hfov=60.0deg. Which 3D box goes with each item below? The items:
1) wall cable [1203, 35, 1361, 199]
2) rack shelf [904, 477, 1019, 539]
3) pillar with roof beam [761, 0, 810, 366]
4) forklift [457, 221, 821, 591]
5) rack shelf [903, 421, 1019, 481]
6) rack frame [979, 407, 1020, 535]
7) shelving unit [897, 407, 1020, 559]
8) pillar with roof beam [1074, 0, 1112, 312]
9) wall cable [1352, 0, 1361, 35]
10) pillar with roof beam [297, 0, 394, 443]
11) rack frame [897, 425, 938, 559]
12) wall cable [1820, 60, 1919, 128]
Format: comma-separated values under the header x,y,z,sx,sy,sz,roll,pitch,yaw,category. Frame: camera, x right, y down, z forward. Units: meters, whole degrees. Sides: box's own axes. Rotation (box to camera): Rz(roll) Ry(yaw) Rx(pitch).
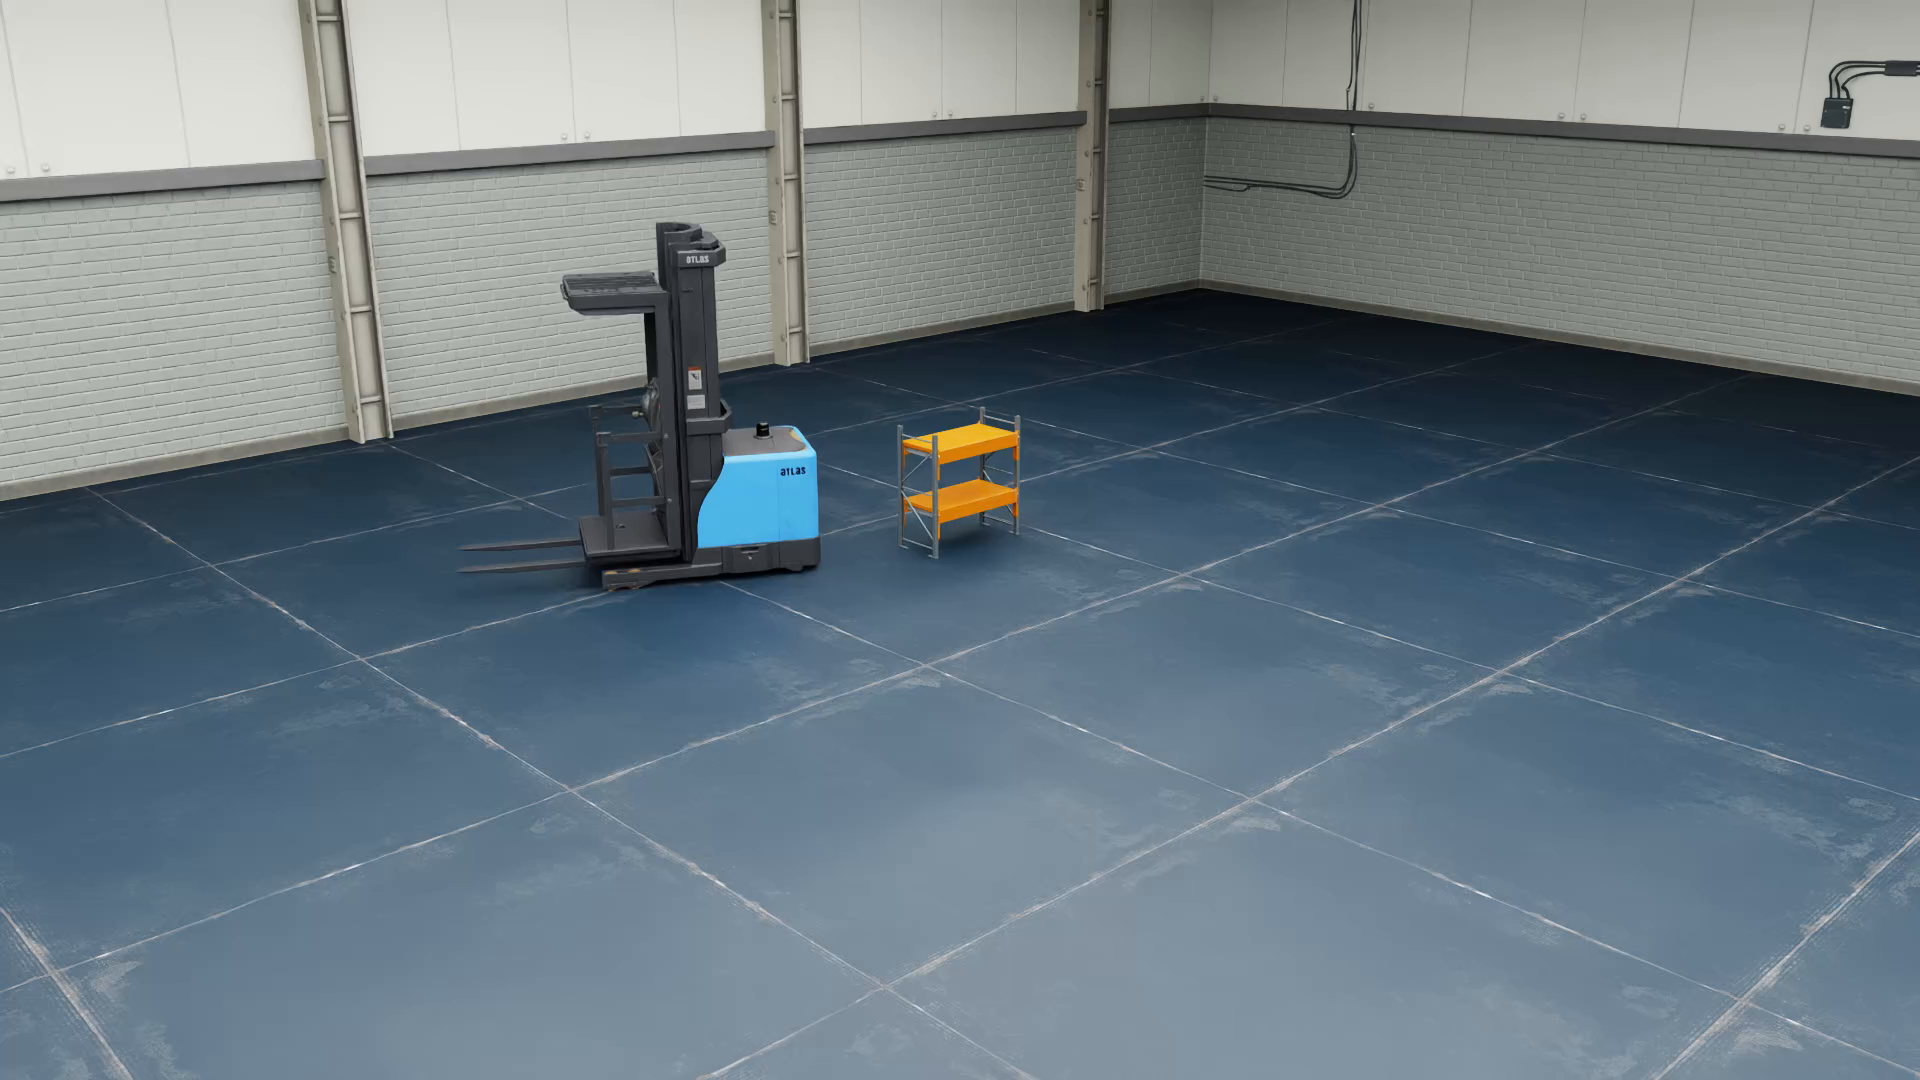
x,y,z,sx,sy,sz,roll,pitch,yaw,category
5.109,-6.829,26.756,0.112,2.526,3.097,-16,24,-41,wall cable
-0.005,-0.301,15.148,1.000,0.278,0.538,-16,24,-41,rack shelf
0.658,-5.742,18.369,0.400,9.000,9.100,-16,24,-41,pillar with roof beam
-2.783,-1.146,14.033,3.031,2.935,1.130,-5,19,-15,forklift
-0.005,-0.812,14.982,1.000,0.278,0.538,-16,24,-41,rack shelf
0.364,-0.641,15.404,0.032,1.125,0.500,-16,24,-41,rack frame
-0.005,-0.534,15.072,1.048,1.125,0.538,-16,24,-41,shelving unit
5.017,-7.013,22.290,0.400,9.000,9.100,-16,24,-41,pillar with roof beam
6.968,-8.625,24.107,0.112,2.526,3.097,-16,24,-41,wall cable
-3.702,-4.470,14.448,0.400,9.000,9.100,-16,24,-41,pillar with roof beam
-0.374,-0.426,14.740,0.032,1.125,0.500,-16,24,-41,rack frame
11.620,-7.793,19.180,0.169,6.003,2.305,-16,24,-41,wall cable
